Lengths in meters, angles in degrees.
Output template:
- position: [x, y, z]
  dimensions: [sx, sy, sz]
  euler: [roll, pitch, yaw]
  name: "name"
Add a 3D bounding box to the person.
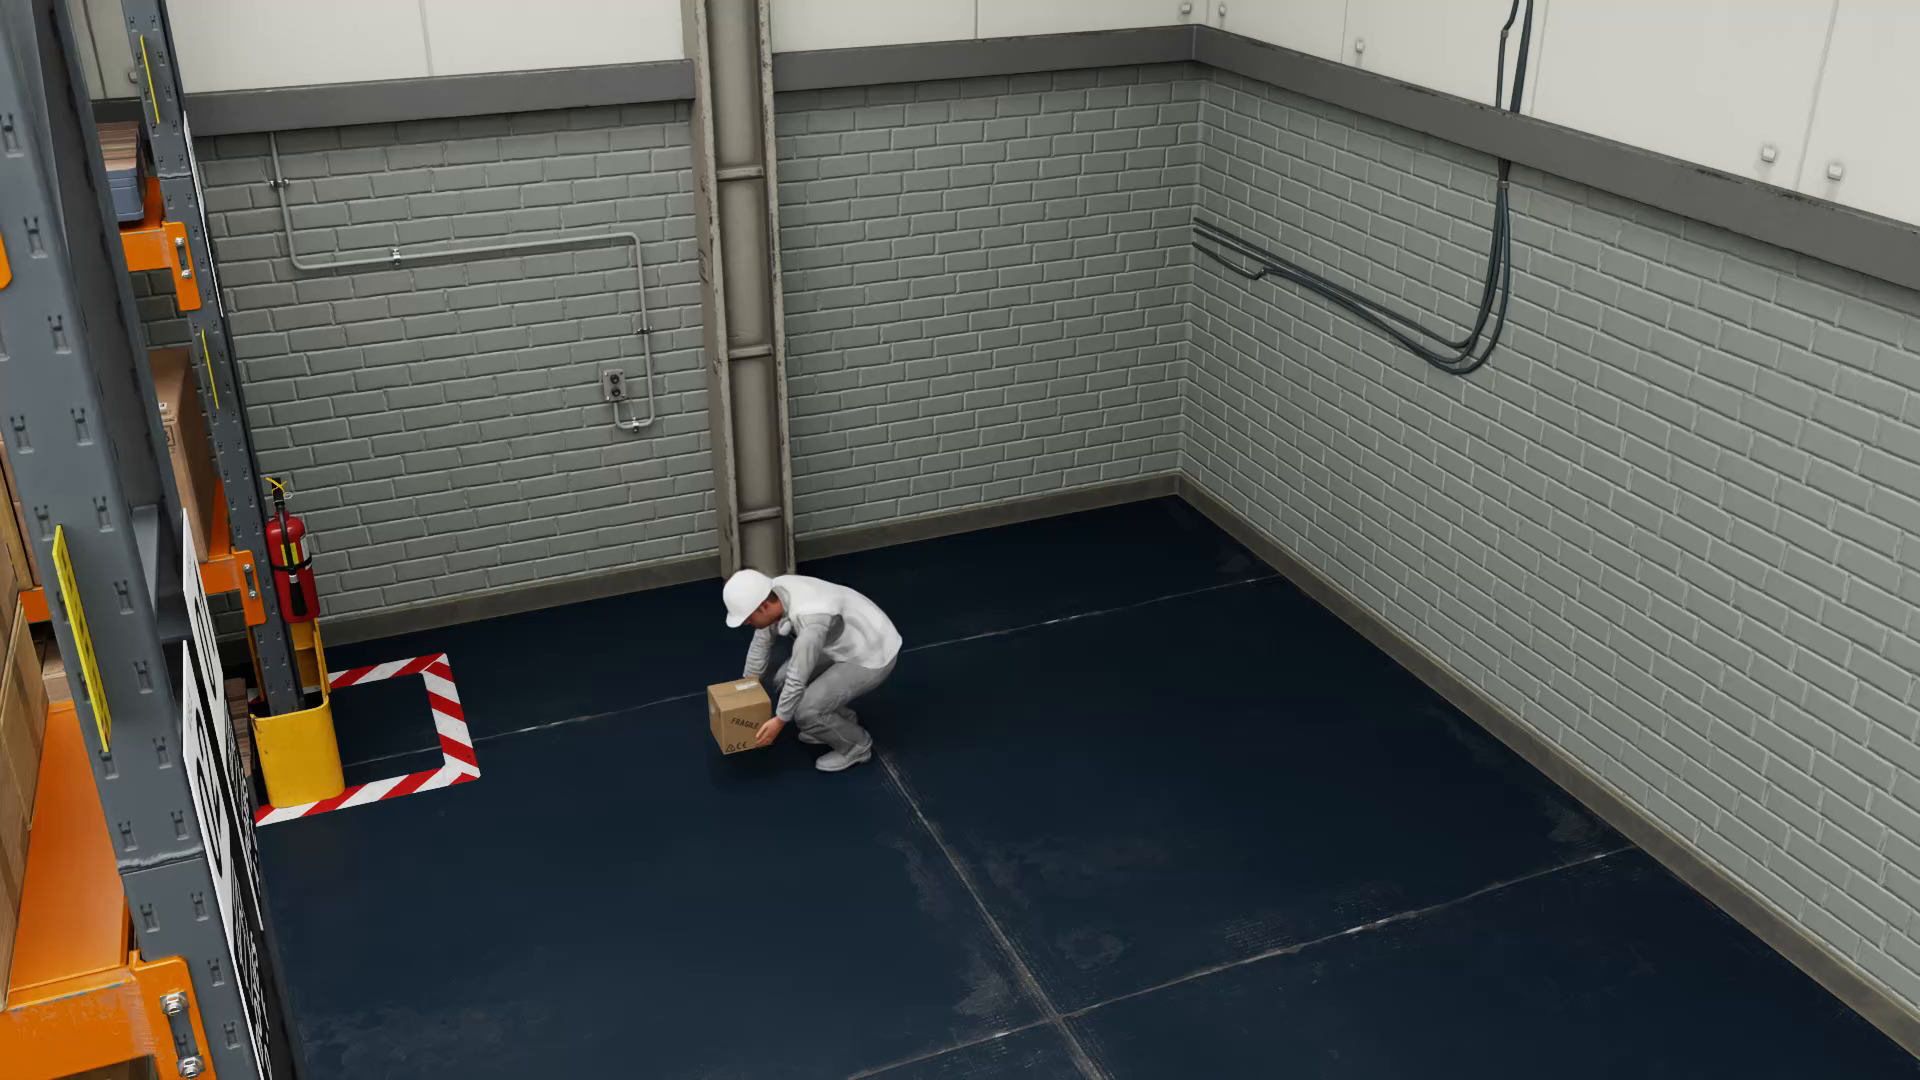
- position: [-0.733, 0.641, 8.134]
  dimensions: [0.876, 1.013, 0.542]
  euler: [-10, 28, -21]
  name: "person"
